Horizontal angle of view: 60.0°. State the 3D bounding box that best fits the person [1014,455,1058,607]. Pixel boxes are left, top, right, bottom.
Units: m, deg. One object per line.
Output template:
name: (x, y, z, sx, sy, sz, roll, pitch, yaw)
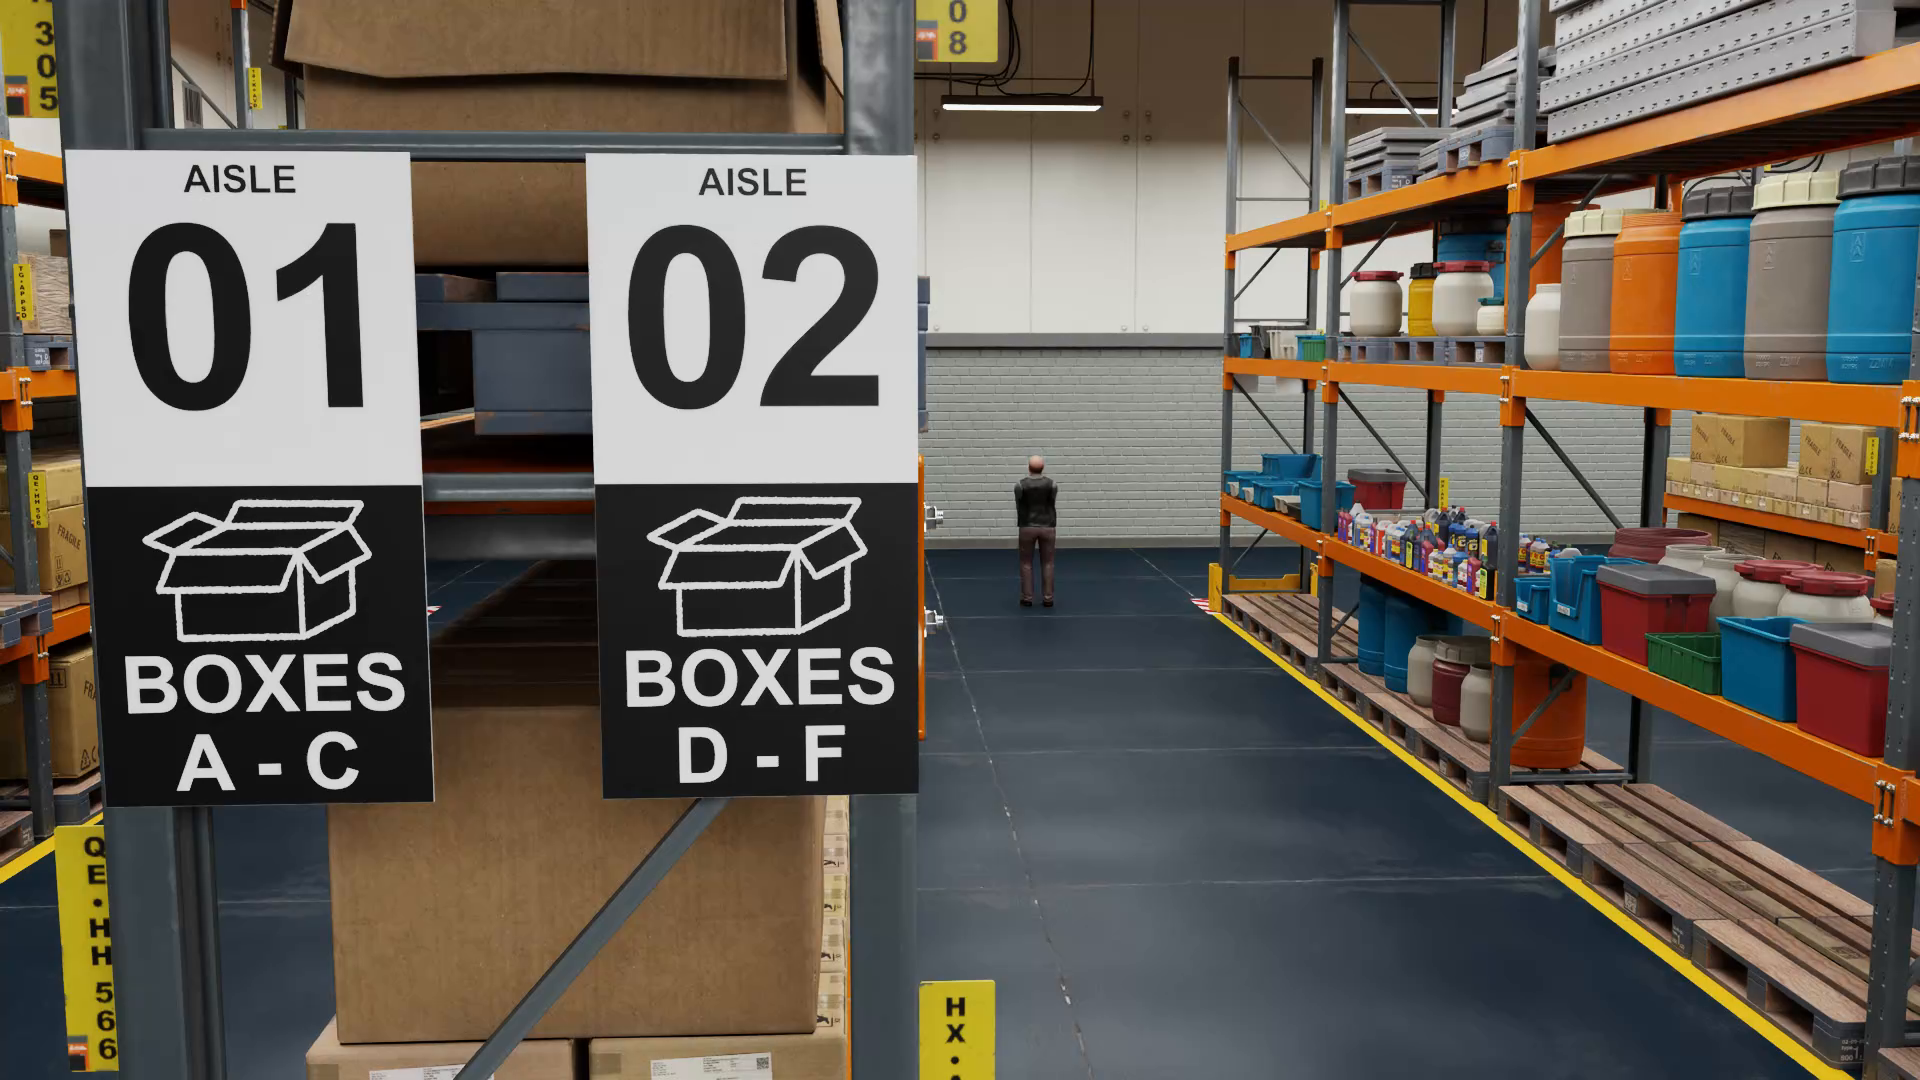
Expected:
person: (0.847, -0.114, 18.846, 0.494, 1.711, 0.560, 0, 7, -3)
